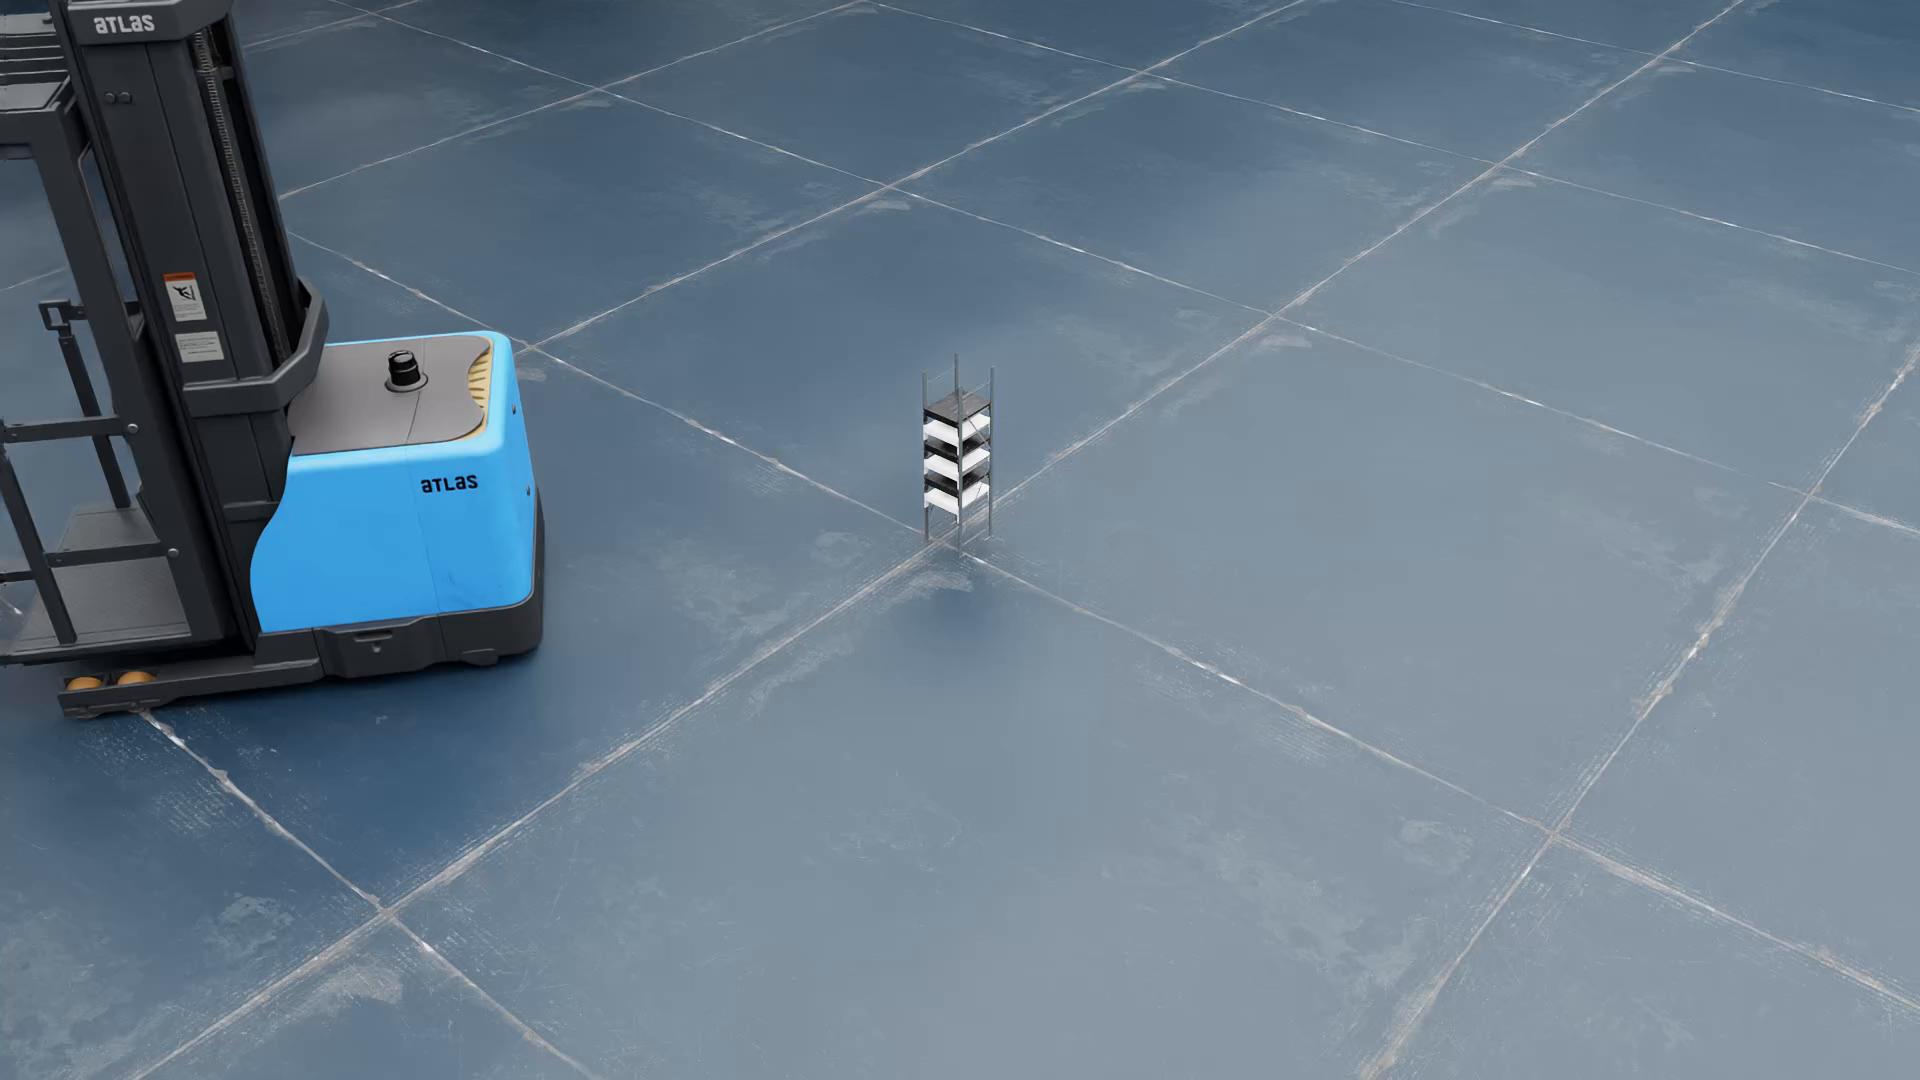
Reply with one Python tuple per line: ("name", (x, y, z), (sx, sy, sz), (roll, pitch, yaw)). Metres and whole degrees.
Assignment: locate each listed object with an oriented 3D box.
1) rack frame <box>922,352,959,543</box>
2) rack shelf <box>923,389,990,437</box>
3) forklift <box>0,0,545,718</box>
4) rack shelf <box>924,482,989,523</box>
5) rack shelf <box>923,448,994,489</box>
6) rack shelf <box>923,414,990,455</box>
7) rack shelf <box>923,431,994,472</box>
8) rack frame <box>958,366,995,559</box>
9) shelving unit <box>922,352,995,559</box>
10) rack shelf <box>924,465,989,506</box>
("rack frame", (-0.084, -0.411, 7.553), (0.006, 0.900, 0.240), (25, 42, 32))
("rack shelf", (-0.006, -0.569, 7.366), (0.200, 0.077, 0.258), (25, 42, 32))
("forklift", (-3.334, -0.816, 6.349), (3.031, 2.935, 1.130), (-6, 35, -9))
("rack shelf", (-0.006, -0.198, 7.620), (0.200, 0.077, 0.258), (25, 42, 32))
("rack shelf", (-0.006, -0.346, 7.518), (0.200, 0.077, 0.258), (25, 42, 32))
("rack shelf", (-0.006, -0.495, 7.417), (0.200, 0.077, 0.258), (25, 42, 32))
("rack shelf", (-0.006, -0.421, 7.467), (0.200, 0.077, 0.258), (25, 42, 32))
("rack frame", (0.072, -0.337, 7.446), (0.006, 0.900, 0.240), (25, 42, 32))
("shelving unit", (-0.006, -0.374, 7.500), (0.210, 0.900, 0.258), (25, 42, 32))
("rack shelf", (-0.006, -0.272, 7.569), (0.200, 0.077, 0.258), (25, 42, 32))
